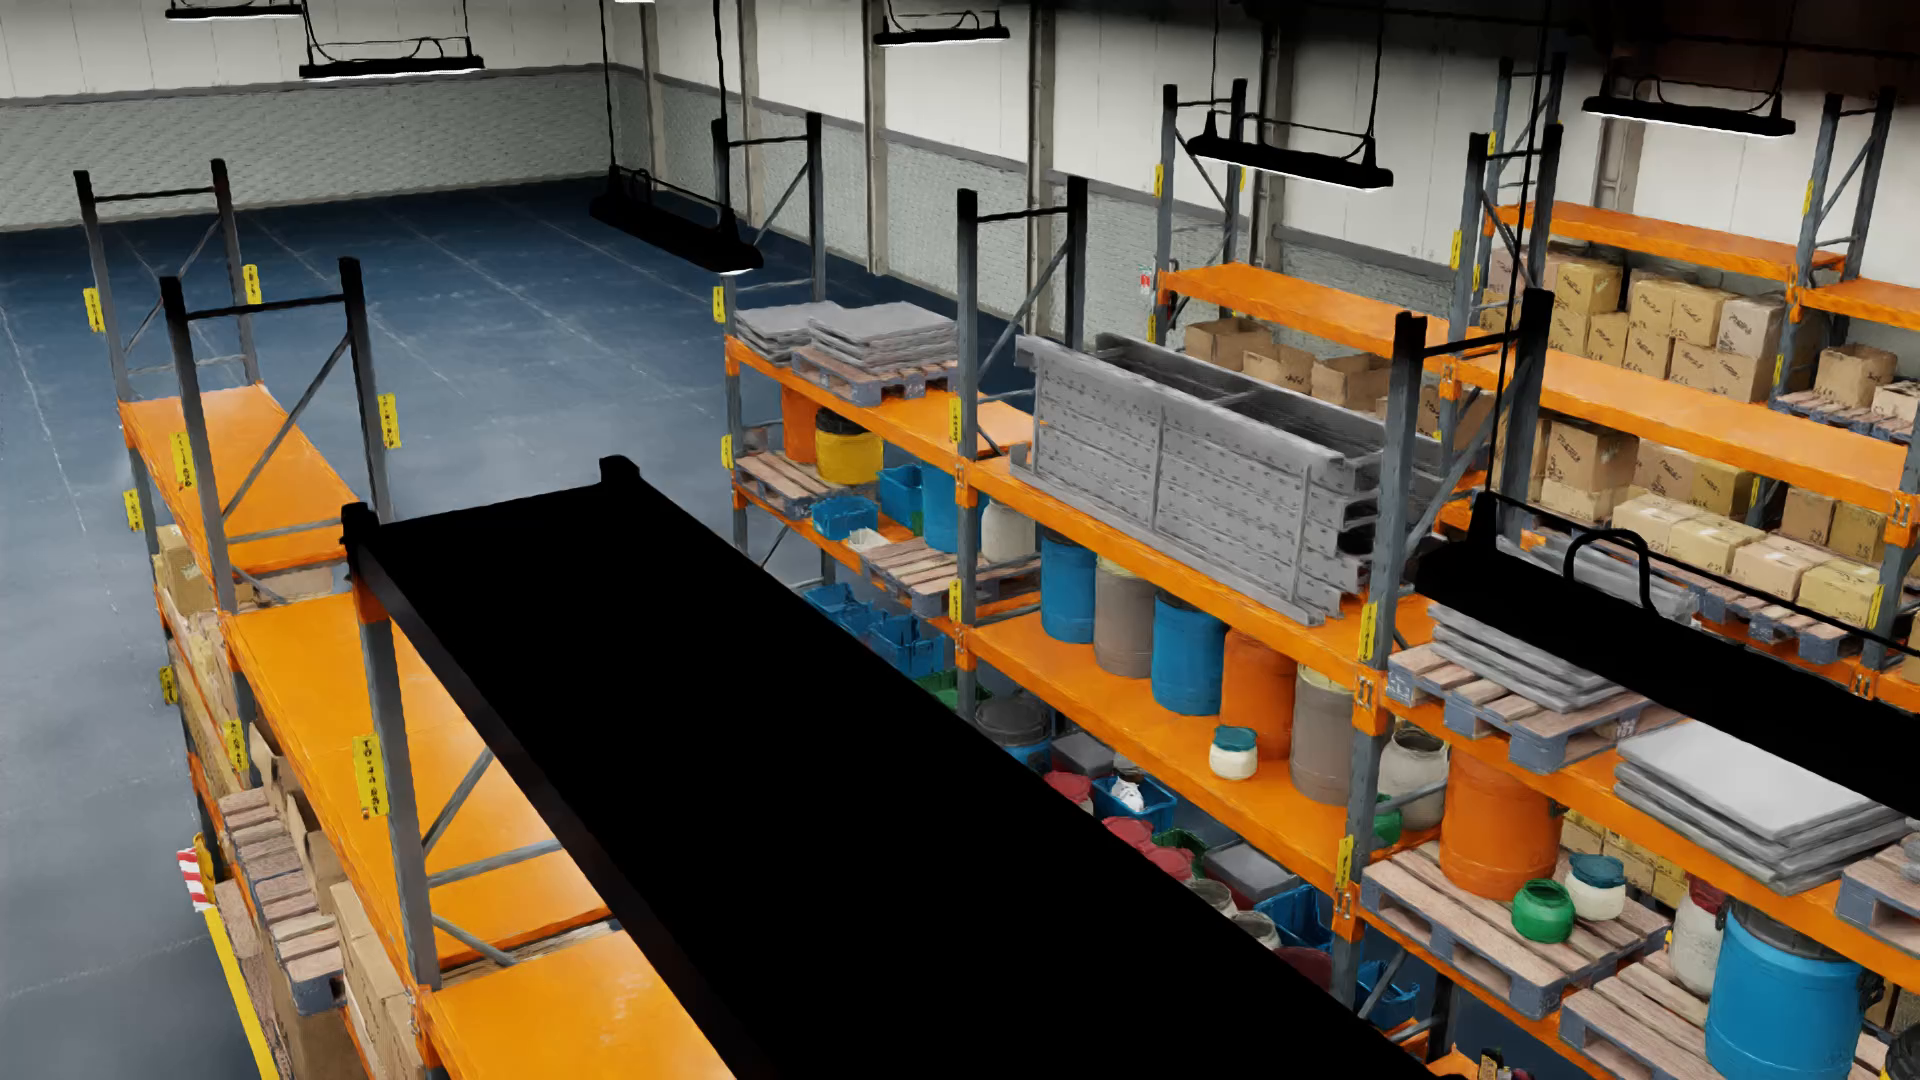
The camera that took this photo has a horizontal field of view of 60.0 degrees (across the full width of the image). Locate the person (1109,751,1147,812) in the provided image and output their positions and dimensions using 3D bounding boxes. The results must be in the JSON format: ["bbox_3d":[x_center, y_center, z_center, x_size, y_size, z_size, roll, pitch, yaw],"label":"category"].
[{"bbox_3d":[1.265,2.352,12.702,0.530,1.667,0.566,-8,23,-20],"label":"person"}]
